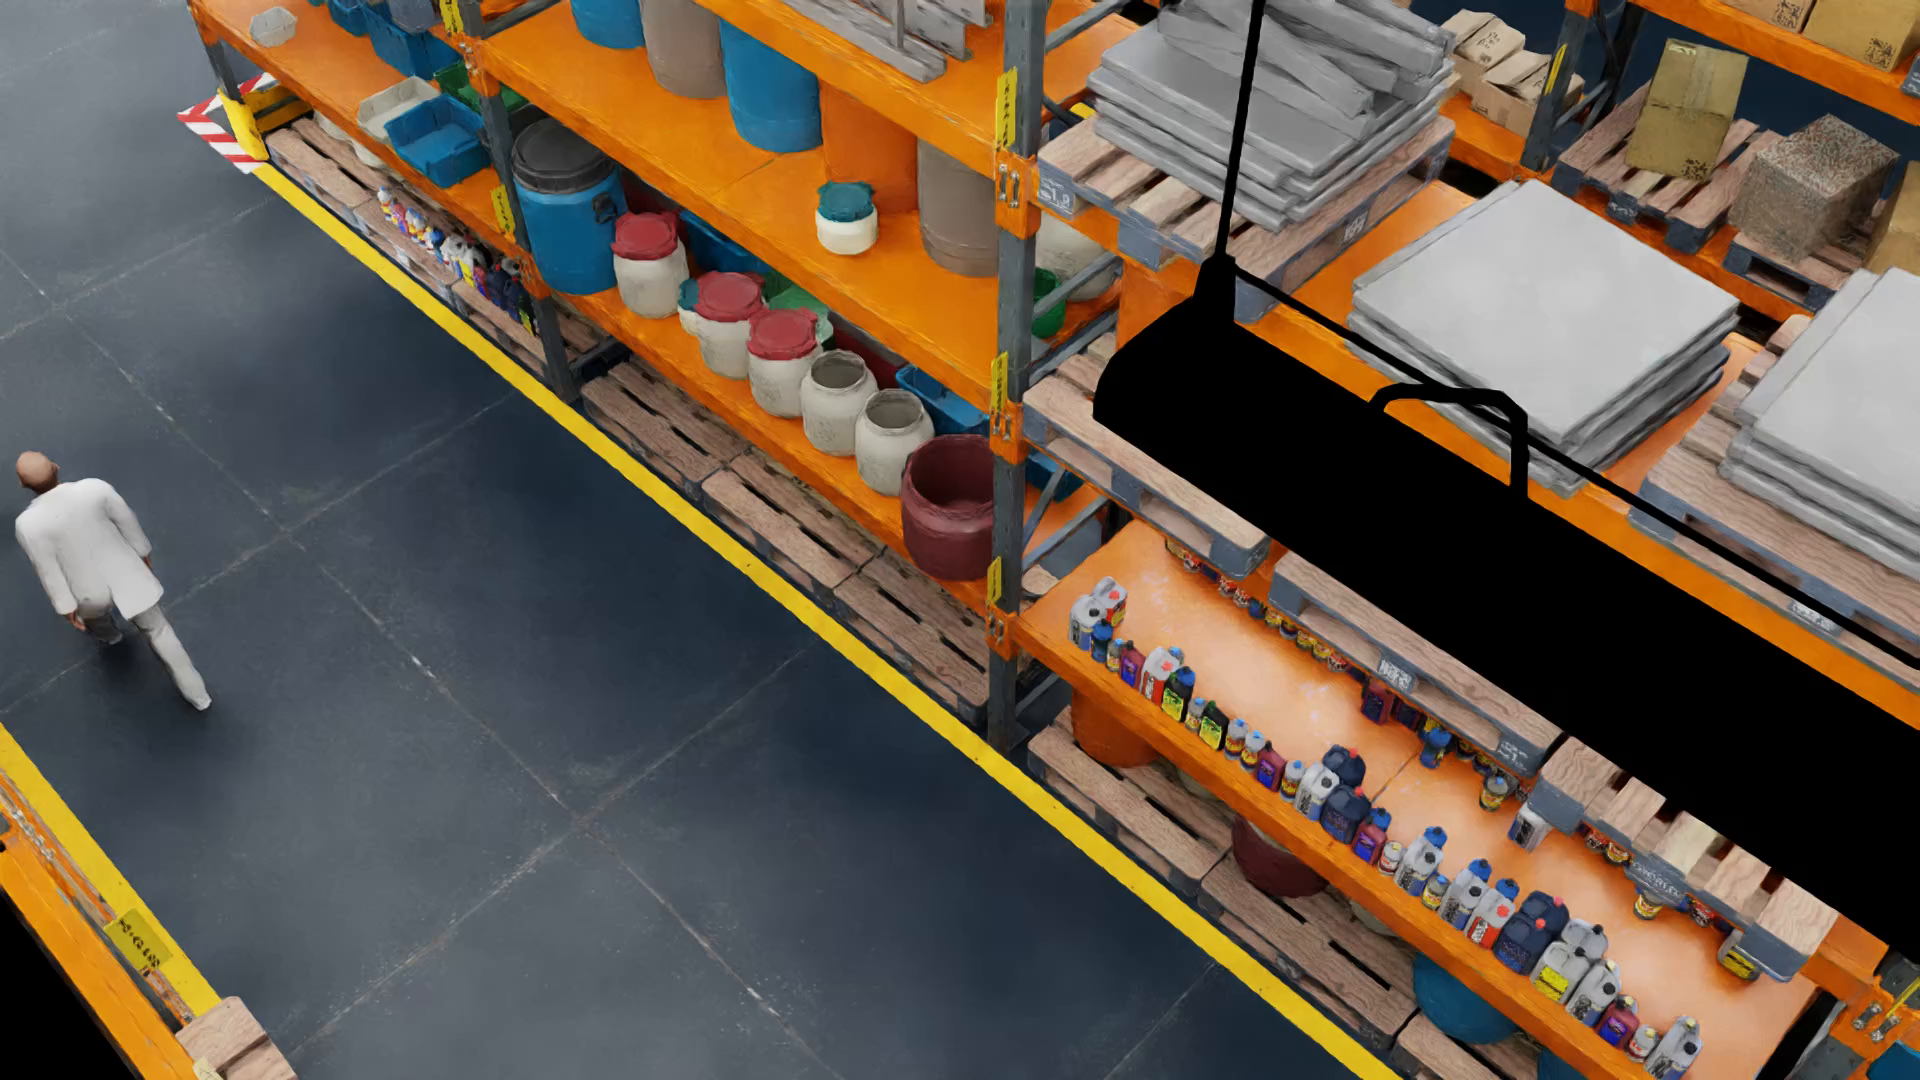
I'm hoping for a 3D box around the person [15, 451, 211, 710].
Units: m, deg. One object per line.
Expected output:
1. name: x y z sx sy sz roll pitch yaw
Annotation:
1. person: -4.744 0.139 9.136 0.599 1.696 1.175 -35 58 -26
